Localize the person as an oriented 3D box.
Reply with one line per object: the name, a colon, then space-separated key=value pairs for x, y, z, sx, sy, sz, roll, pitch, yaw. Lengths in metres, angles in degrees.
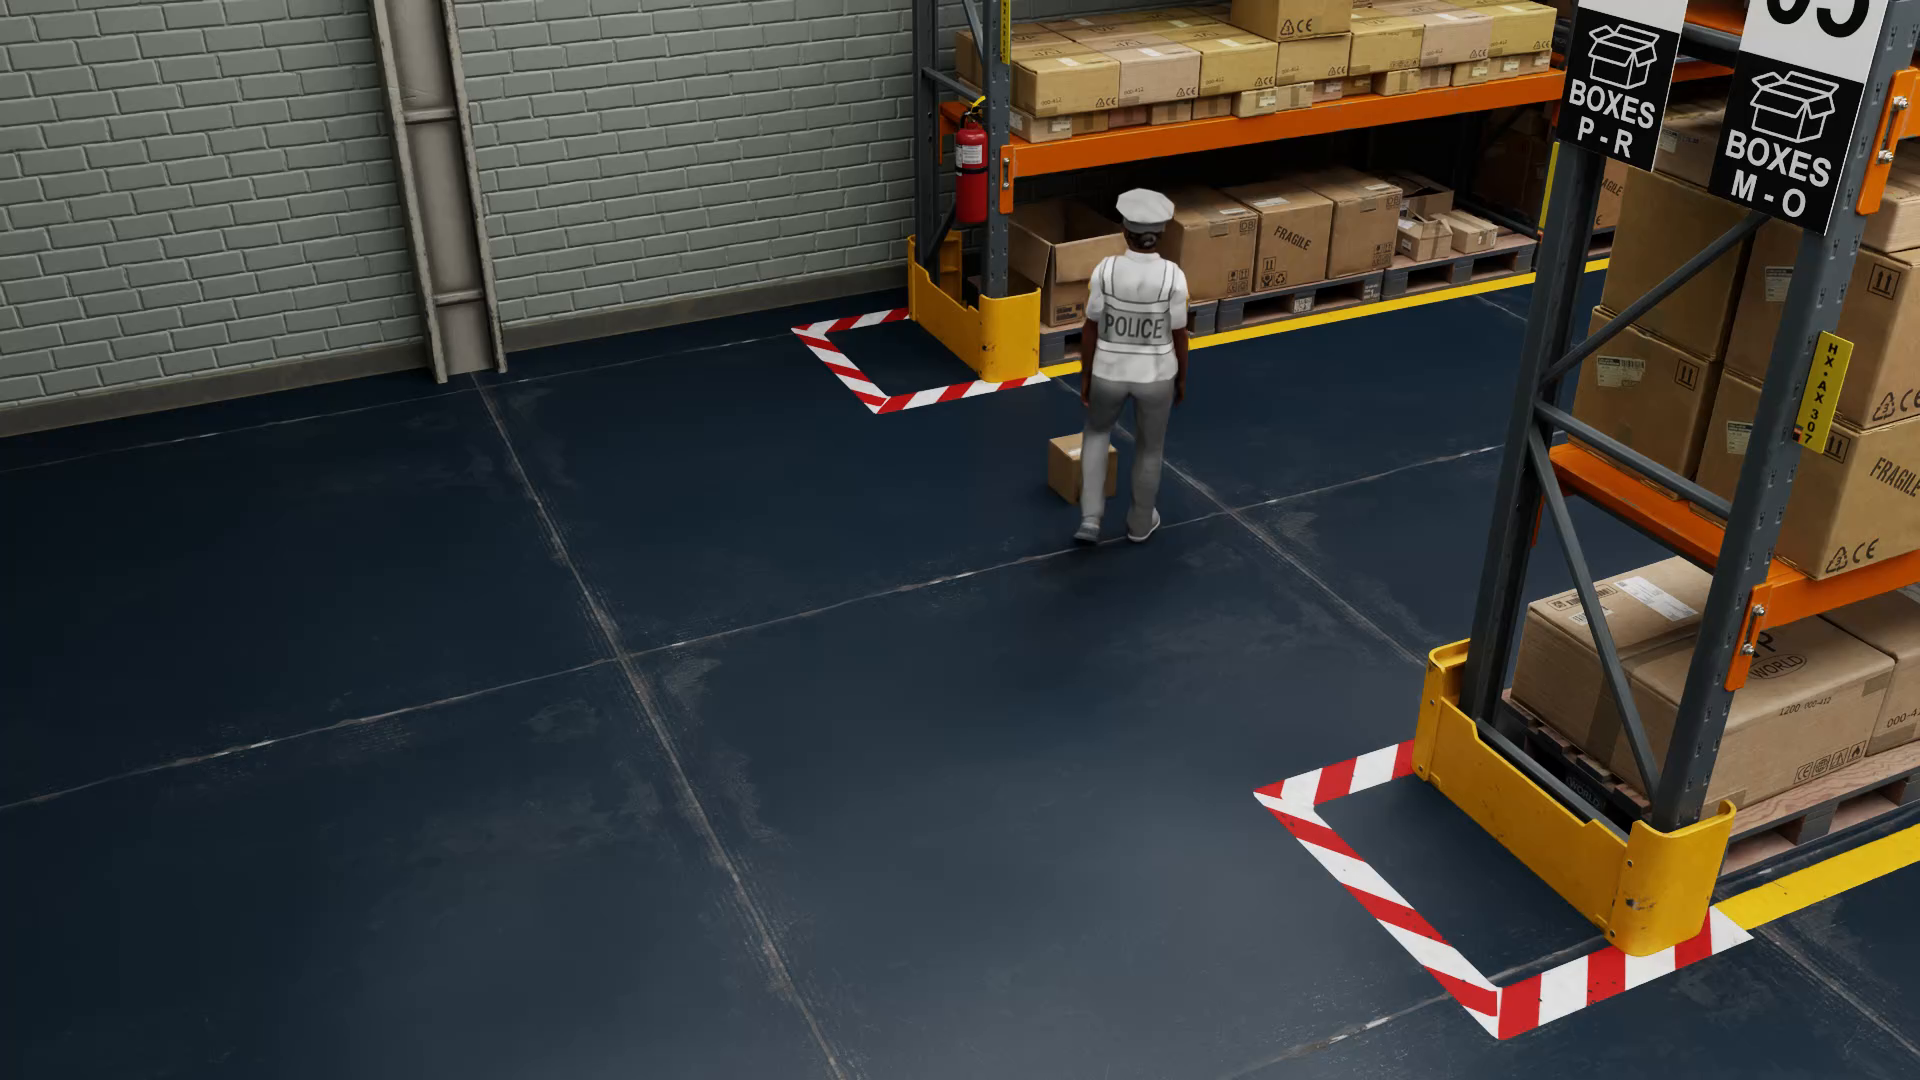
person: x=0.776 y=-0.728 z=7.430 sx=0.470 sy=1.690 sz=0.449 roll=5 pitch=30 yaw=9
